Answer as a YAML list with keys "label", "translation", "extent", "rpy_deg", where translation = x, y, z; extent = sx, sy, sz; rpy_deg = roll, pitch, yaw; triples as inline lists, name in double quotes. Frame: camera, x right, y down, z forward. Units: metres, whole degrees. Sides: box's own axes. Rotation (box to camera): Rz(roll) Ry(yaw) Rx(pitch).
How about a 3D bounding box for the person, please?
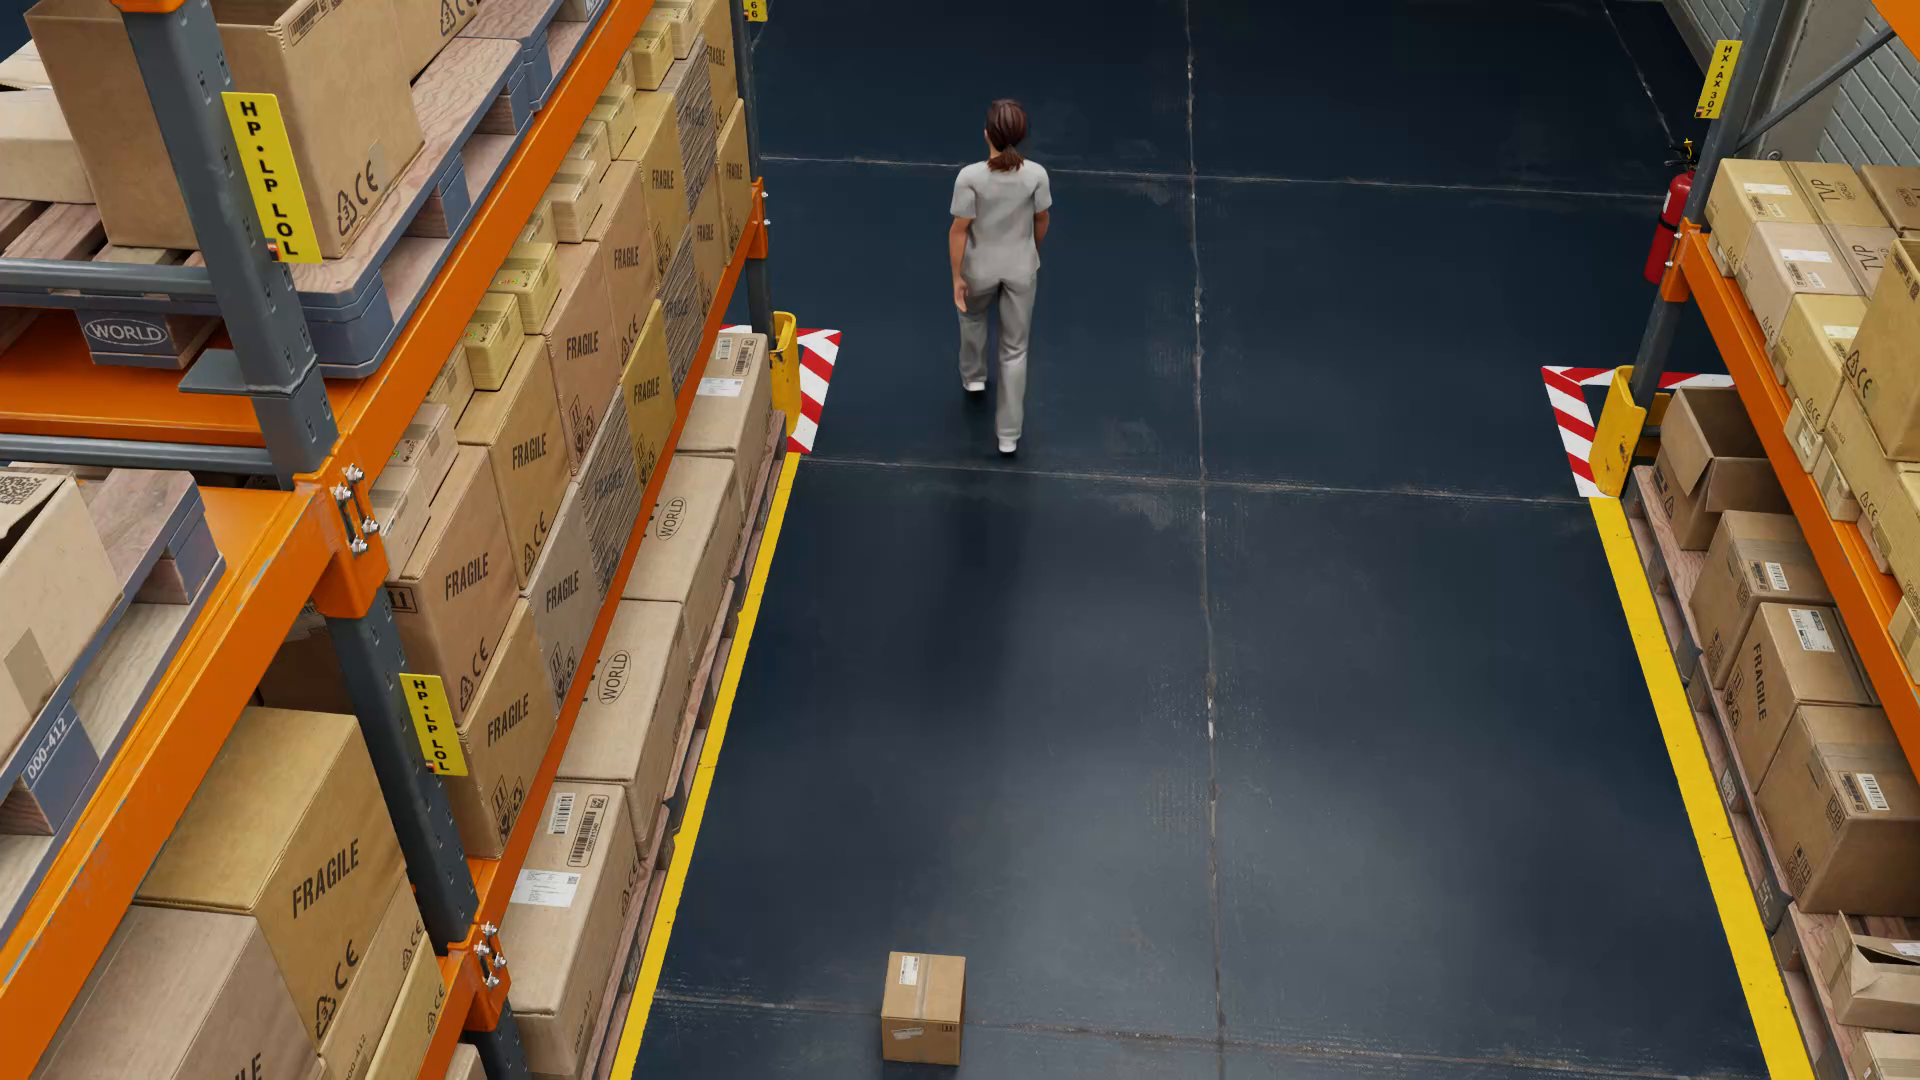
- label: "person"
  translation: [0.178, -1.244, 7.651]
  extent: [0.462, 1.698, 0.741]
  rpy_deg: [-1, 40, -1]
